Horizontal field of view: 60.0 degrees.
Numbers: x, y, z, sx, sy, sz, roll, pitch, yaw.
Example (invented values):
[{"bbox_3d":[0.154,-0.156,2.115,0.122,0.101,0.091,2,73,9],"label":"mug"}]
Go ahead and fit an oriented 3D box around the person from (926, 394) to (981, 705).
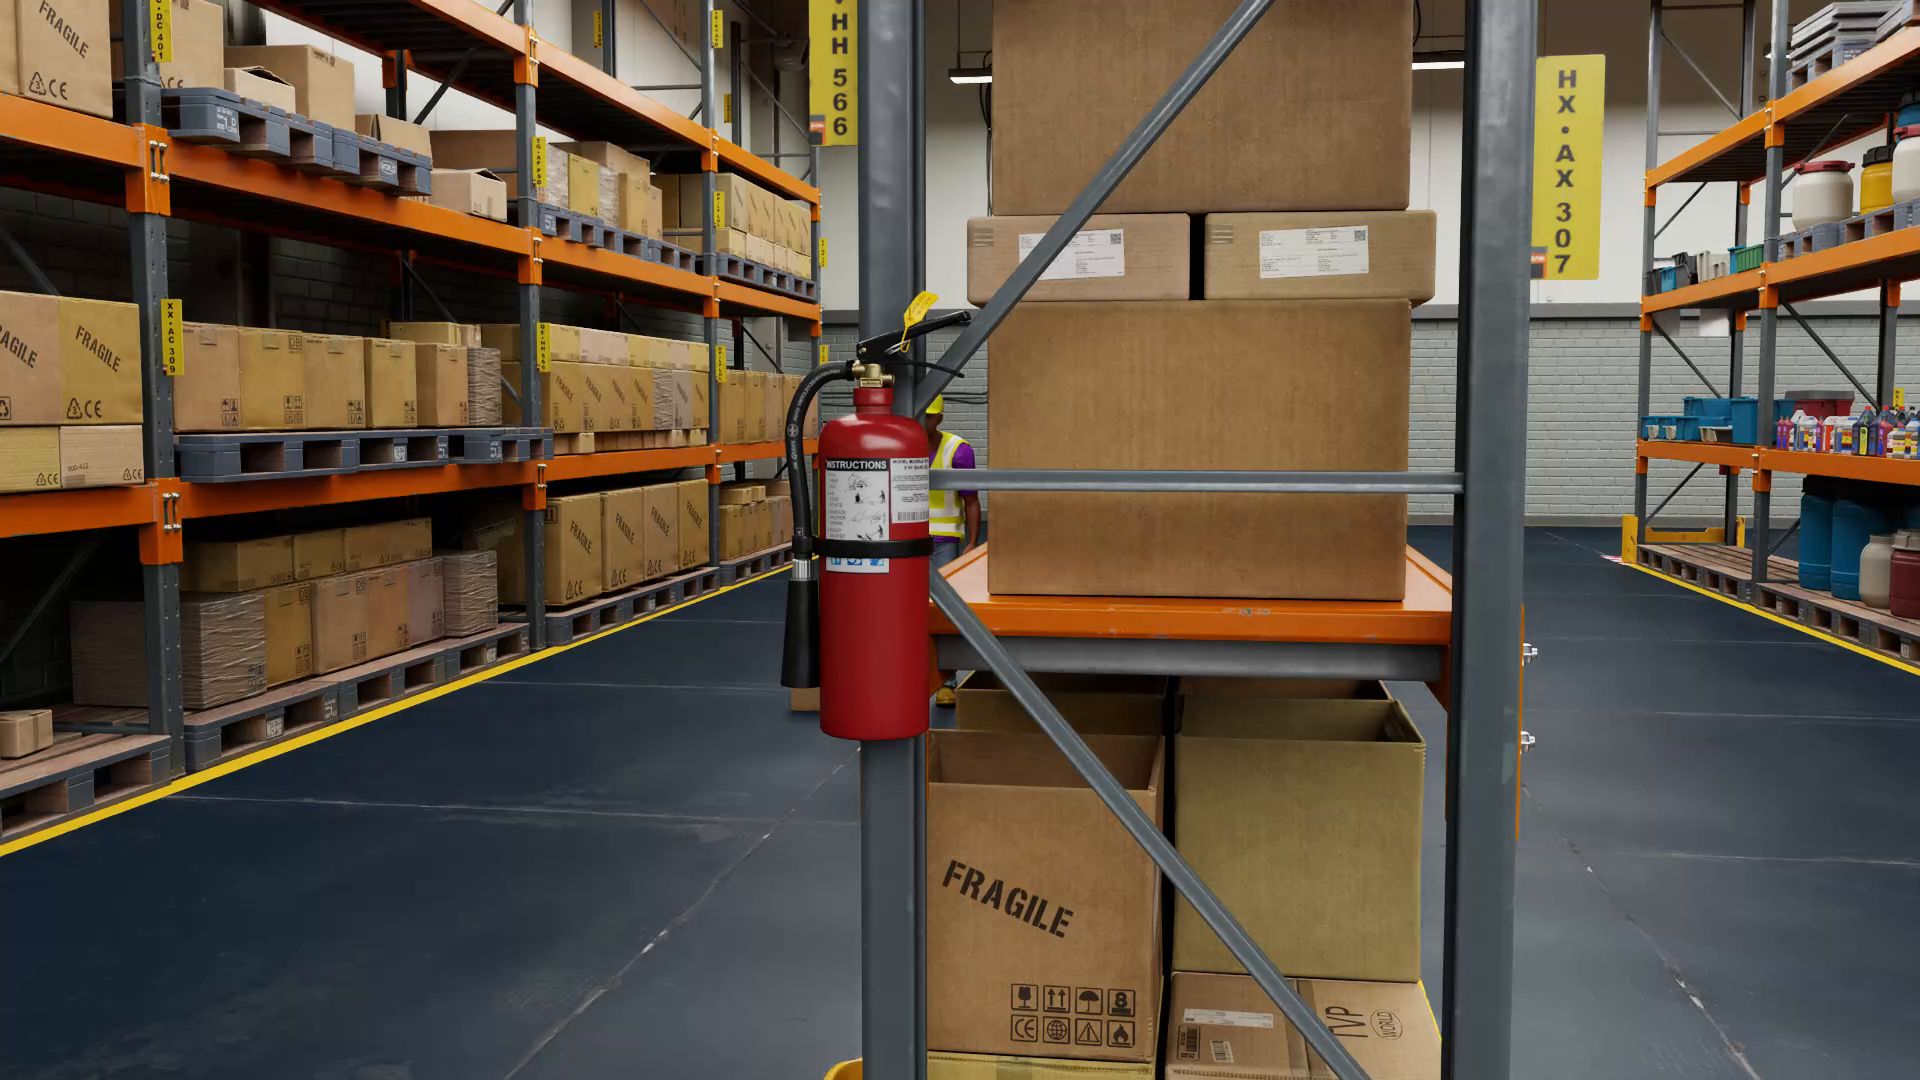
[{"bbox_3d":[-0.201,0.028,9.173,0.626,1.760,0.461,1,4,8],"label":"person"}]
